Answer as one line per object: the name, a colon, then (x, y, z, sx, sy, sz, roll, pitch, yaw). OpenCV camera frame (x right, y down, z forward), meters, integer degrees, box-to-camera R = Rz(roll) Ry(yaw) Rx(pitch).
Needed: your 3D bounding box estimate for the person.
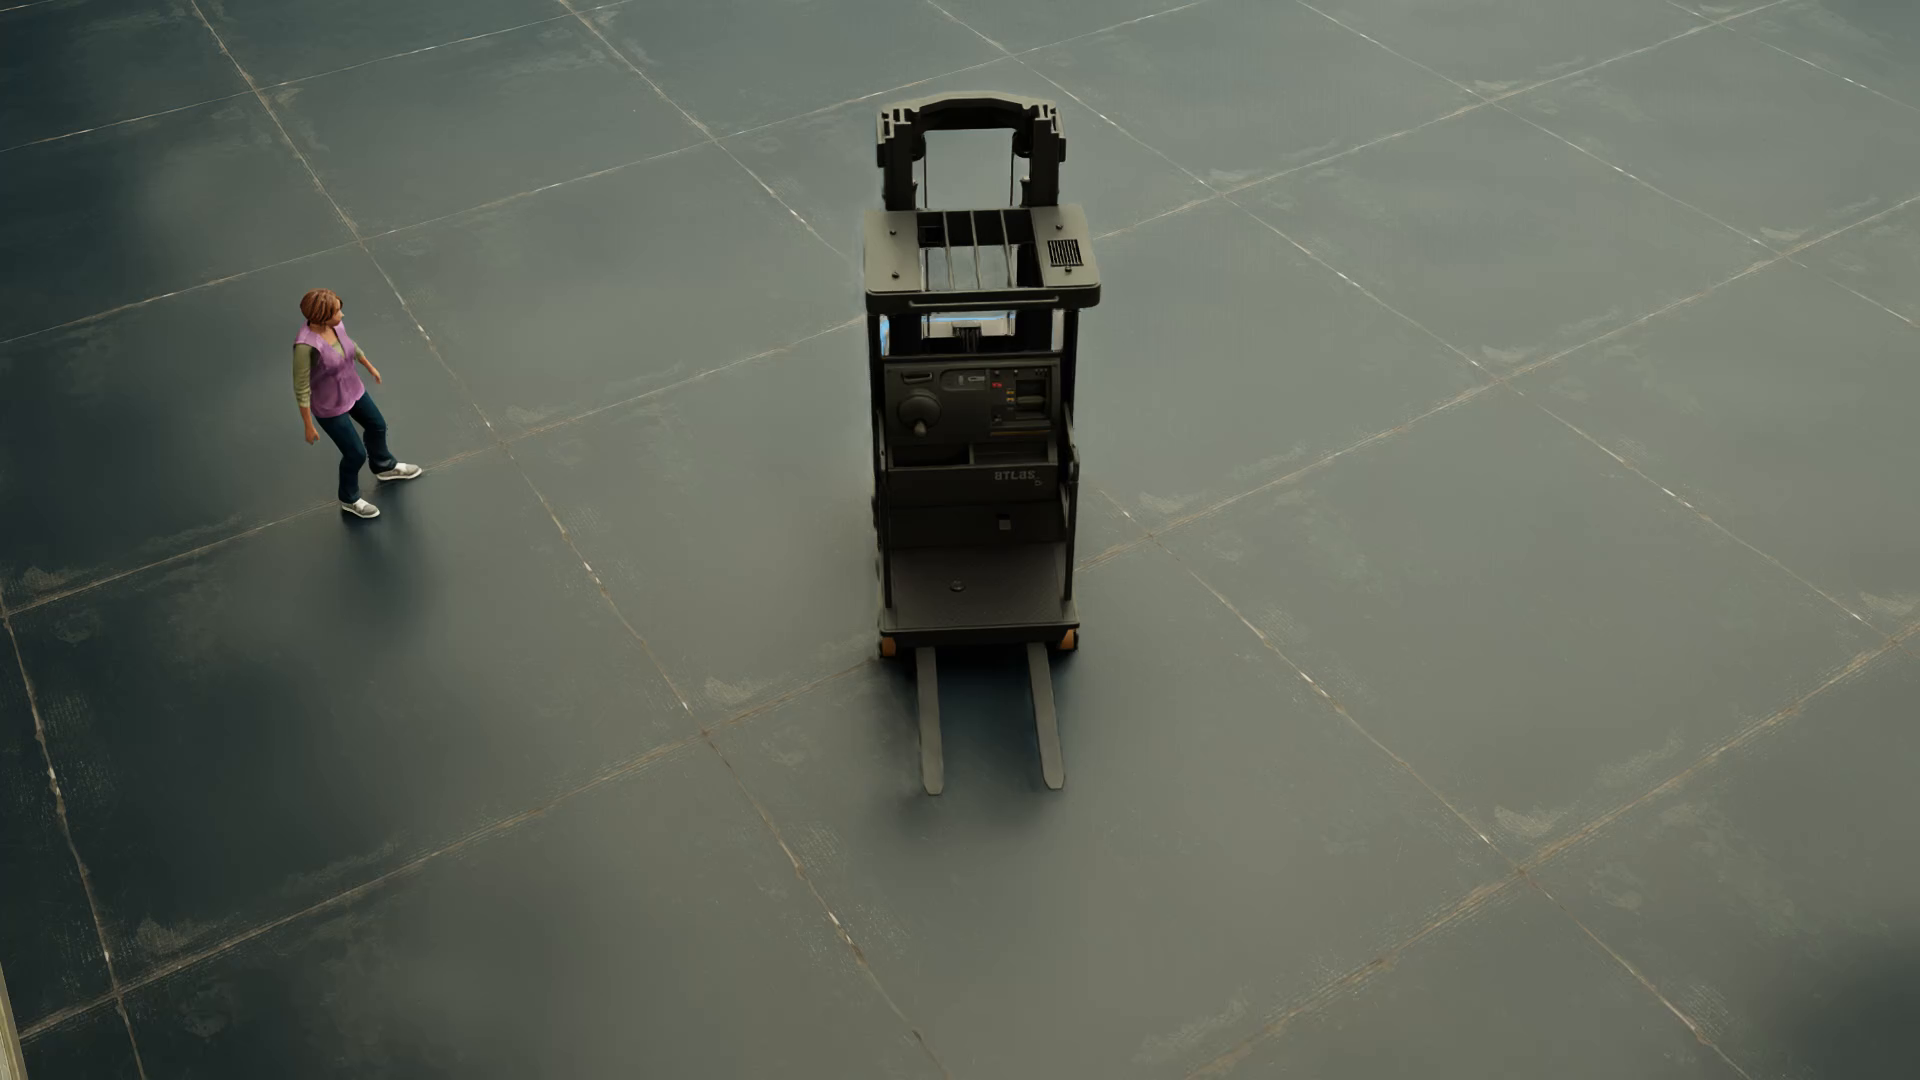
person: (-3.659, -0.835, 9.864, 0.344, 1.571, 0.680, 9, 42, 10)

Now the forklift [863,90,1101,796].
forklift: (0.082, -0.669, 8.637, 1.130, 2.935, 3.031, -2, 41, -3)
